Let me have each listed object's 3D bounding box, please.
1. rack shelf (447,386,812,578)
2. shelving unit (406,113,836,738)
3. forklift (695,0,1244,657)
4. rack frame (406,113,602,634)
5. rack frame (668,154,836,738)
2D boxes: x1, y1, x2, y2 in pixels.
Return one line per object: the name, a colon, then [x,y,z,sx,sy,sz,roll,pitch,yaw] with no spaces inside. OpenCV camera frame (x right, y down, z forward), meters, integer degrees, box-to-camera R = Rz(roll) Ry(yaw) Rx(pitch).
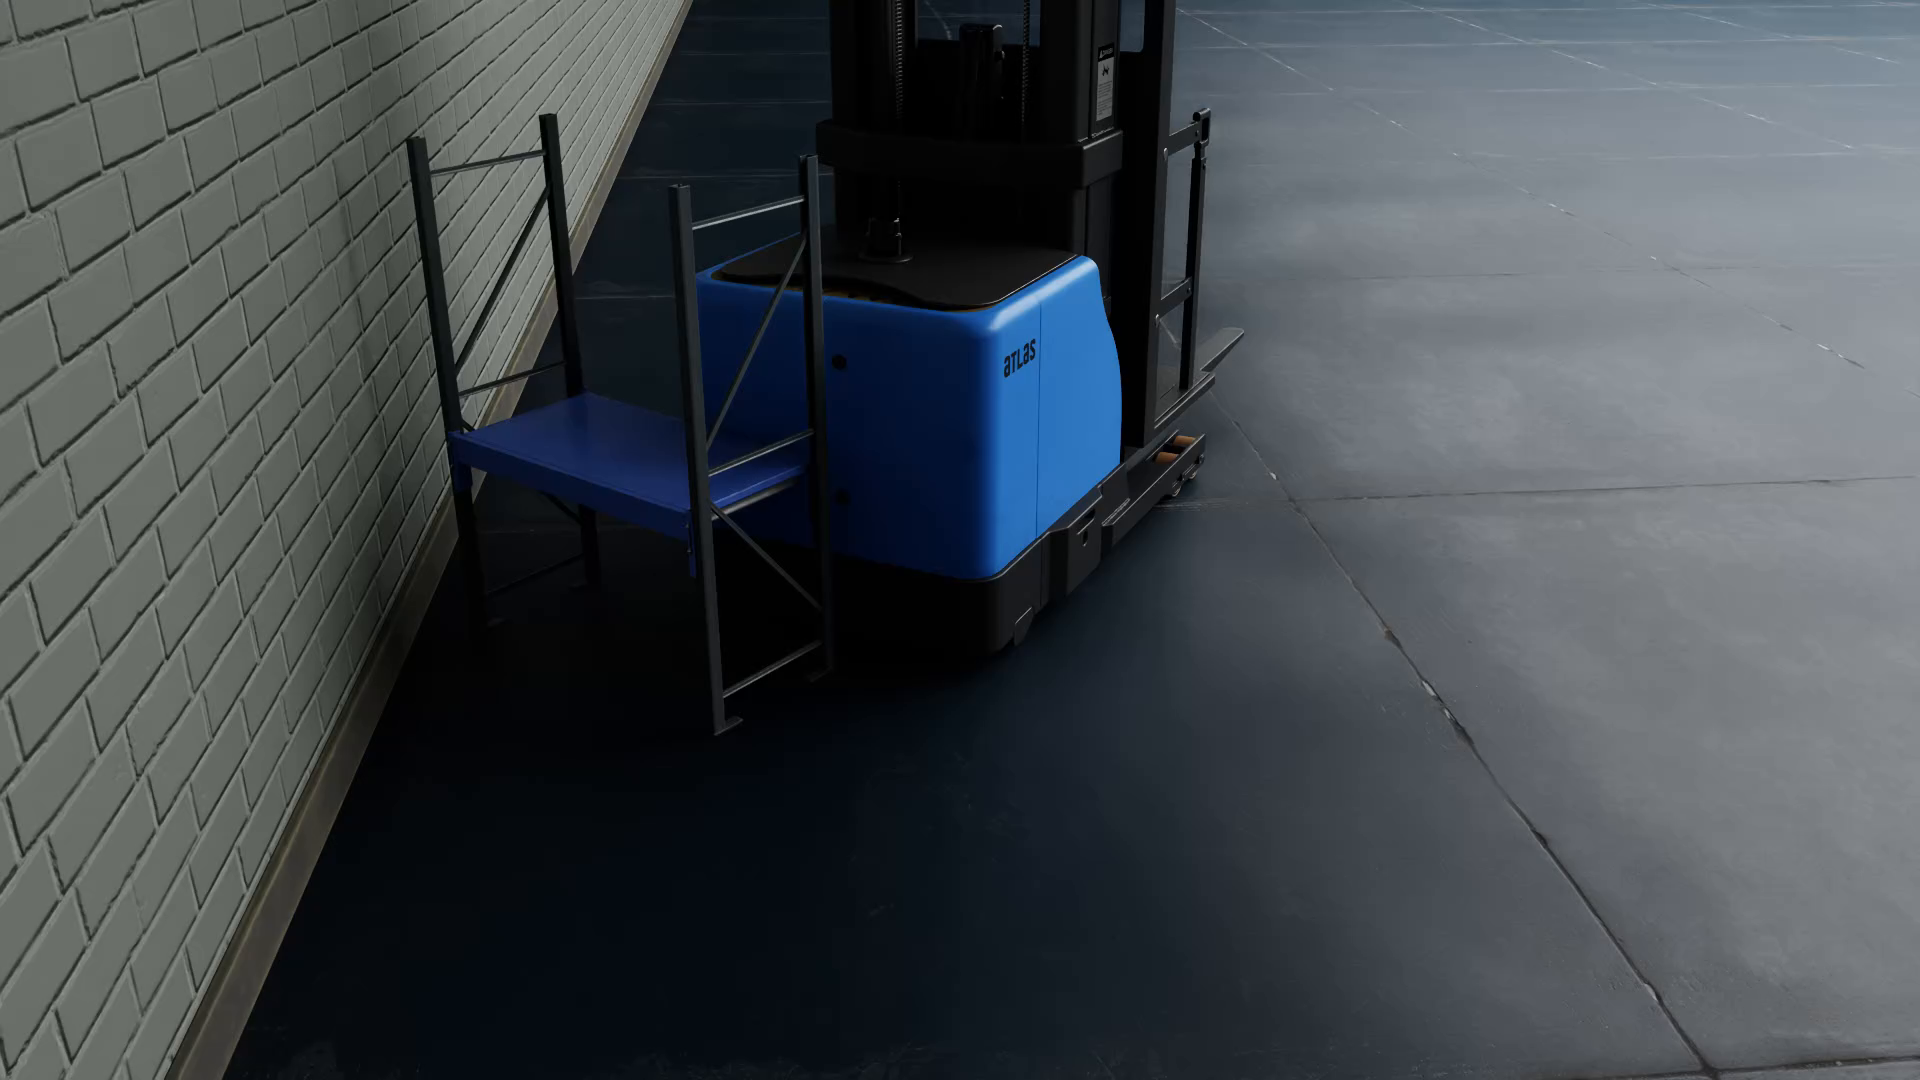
rack shelf: [-0.935,-0.191,4.776,1.000,0.185,0.538,17,29,34]
shelving unit: [-0.935,-0.355,4.703,1.048,1.500,0.538,17,29,34]
forklift: [0.274,-1.566,5.665,1.130,2.935,3.031,11,26,24]
rack frame: [-1.339,-0.480,4.984,0.032,1.500,0.500,17,29,34]
rack frame: [-0.530,-0.230,4.421,0.032,1.500,0.500,17,29,34]
